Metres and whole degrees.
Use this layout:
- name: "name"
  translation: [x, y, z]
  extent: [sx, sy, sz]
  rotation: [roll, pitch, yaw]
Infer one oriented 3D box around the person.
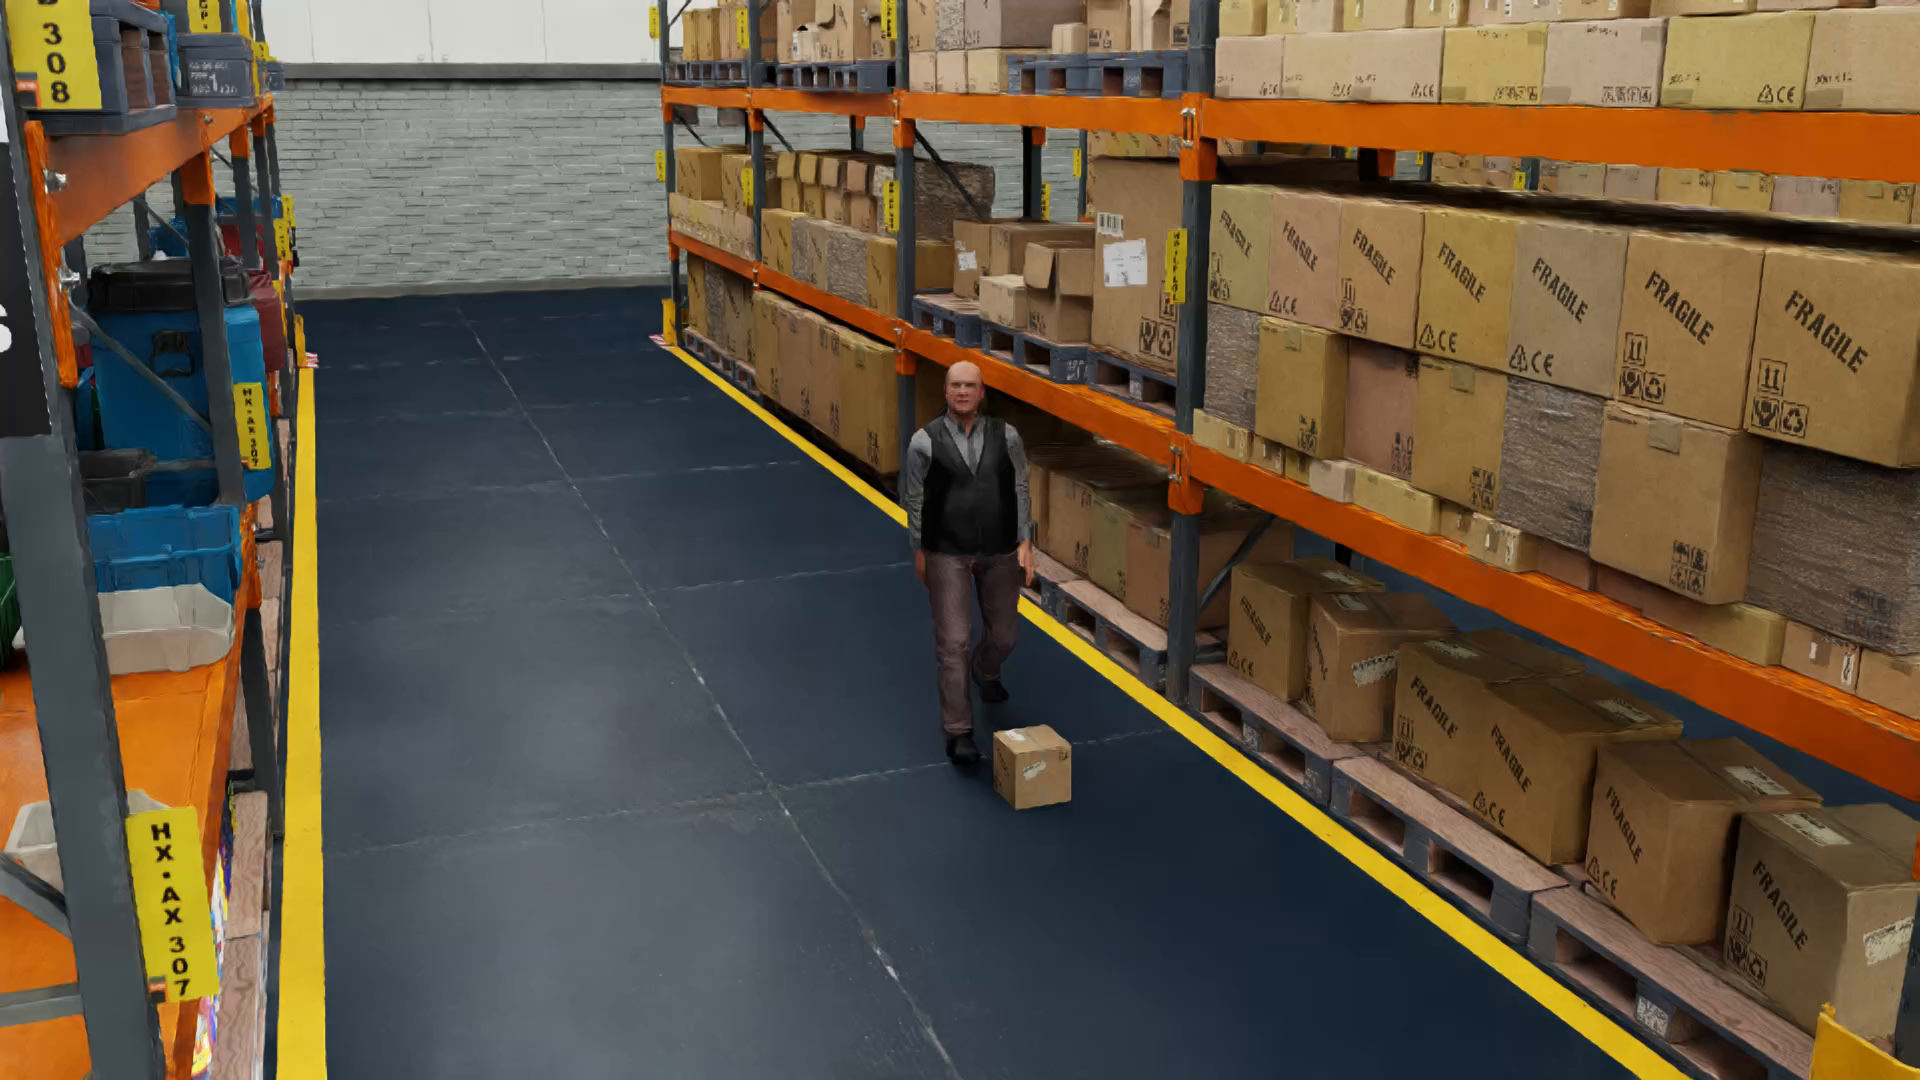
- name: "person"
  translation: [0.059, 0.075, 7.315]
  extent: [0.537, 1.695, 0.882]
  rotation: [-3, 16, -12]
